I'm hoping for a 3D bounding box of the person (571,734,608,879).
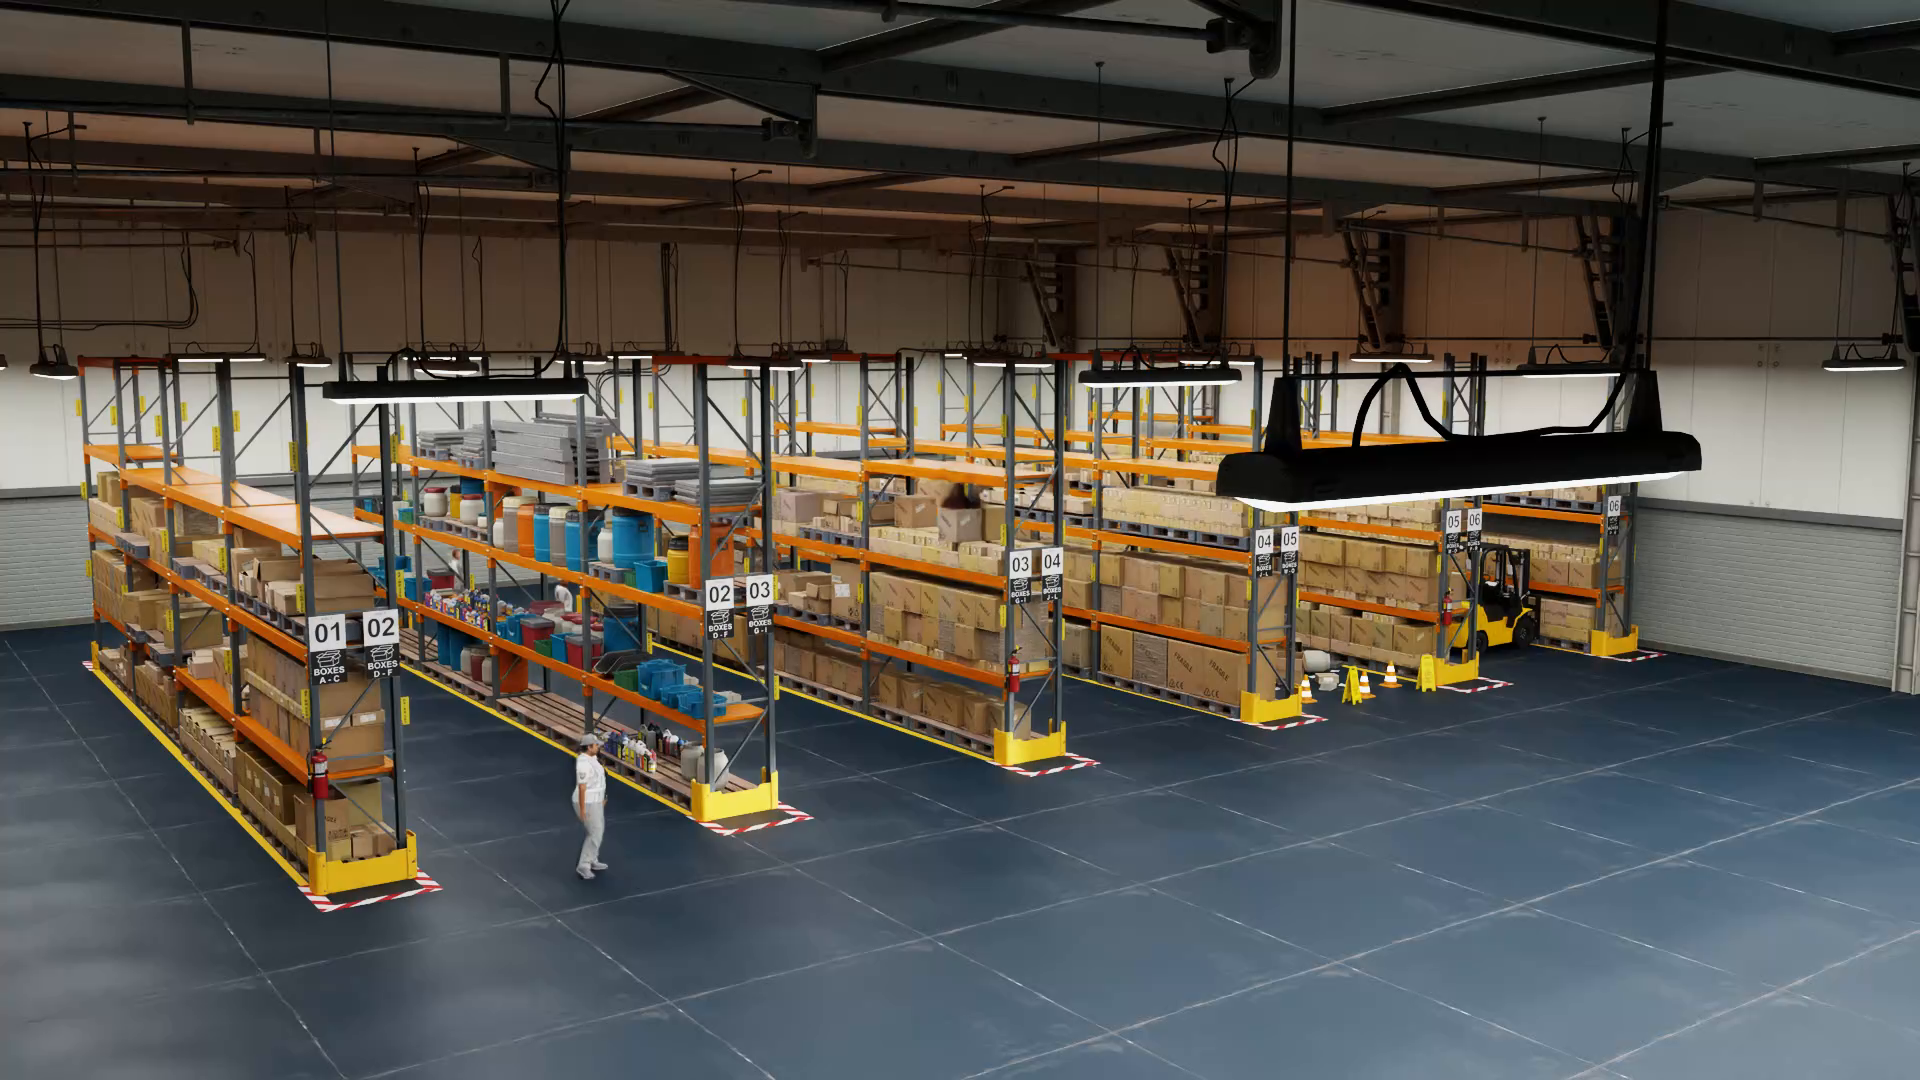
[{"bbox_3d":[-4.413,3.153,19.784,0.395,1.706,0.646,0,7,1],"label":"person"}]

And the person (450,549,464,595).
[{"bbox_3d":[-11.333,0.995,37.477,0.577,1.613,0.523,-3,8,-26],"label":"person"}]

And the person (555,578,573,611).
[{"bbox_3d":[-7.684,1.505,32.566,0.521,1.807,0.604,-2,7,-19],"label":"person"}]
